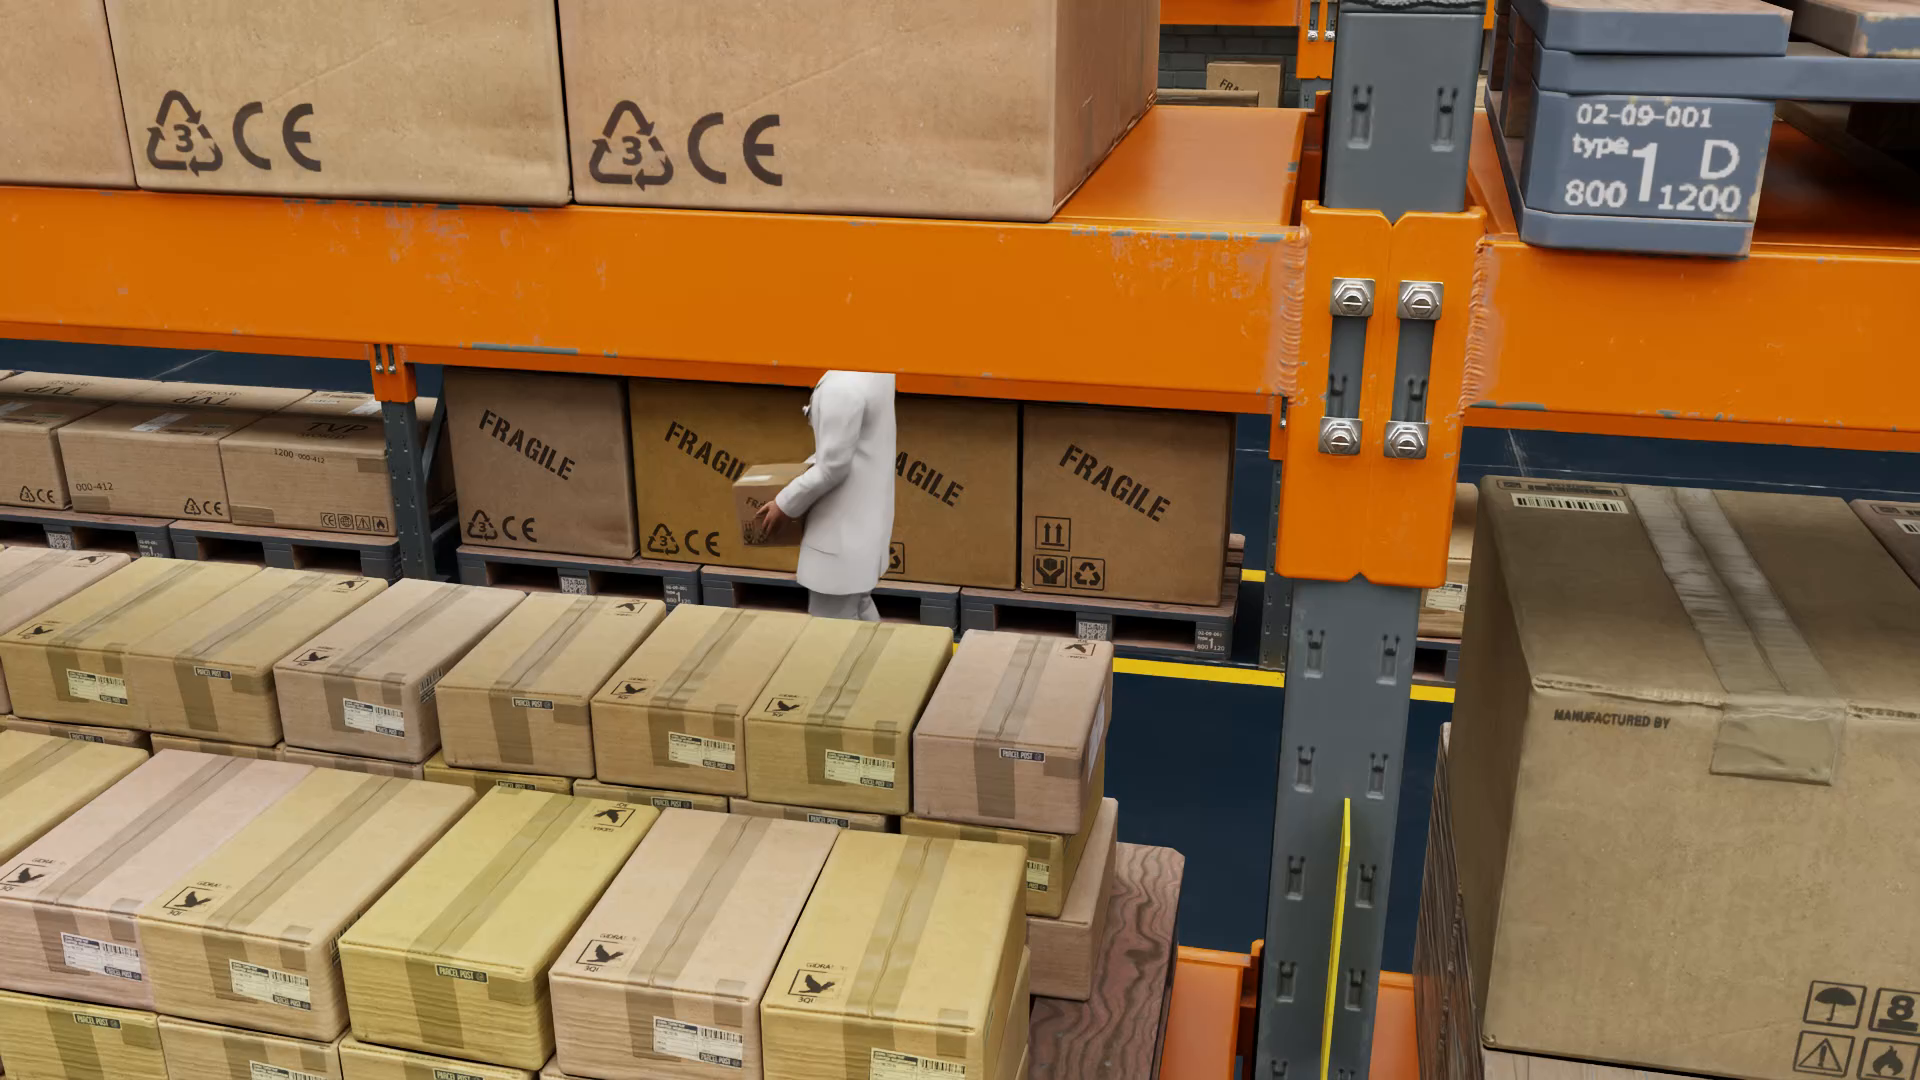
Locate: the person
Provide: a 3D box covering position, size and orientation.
[{"bbox_3d":[-0.492,-0.088,6.318,0.489,1.783,0.569,4,22,10],"label":"person"}]
